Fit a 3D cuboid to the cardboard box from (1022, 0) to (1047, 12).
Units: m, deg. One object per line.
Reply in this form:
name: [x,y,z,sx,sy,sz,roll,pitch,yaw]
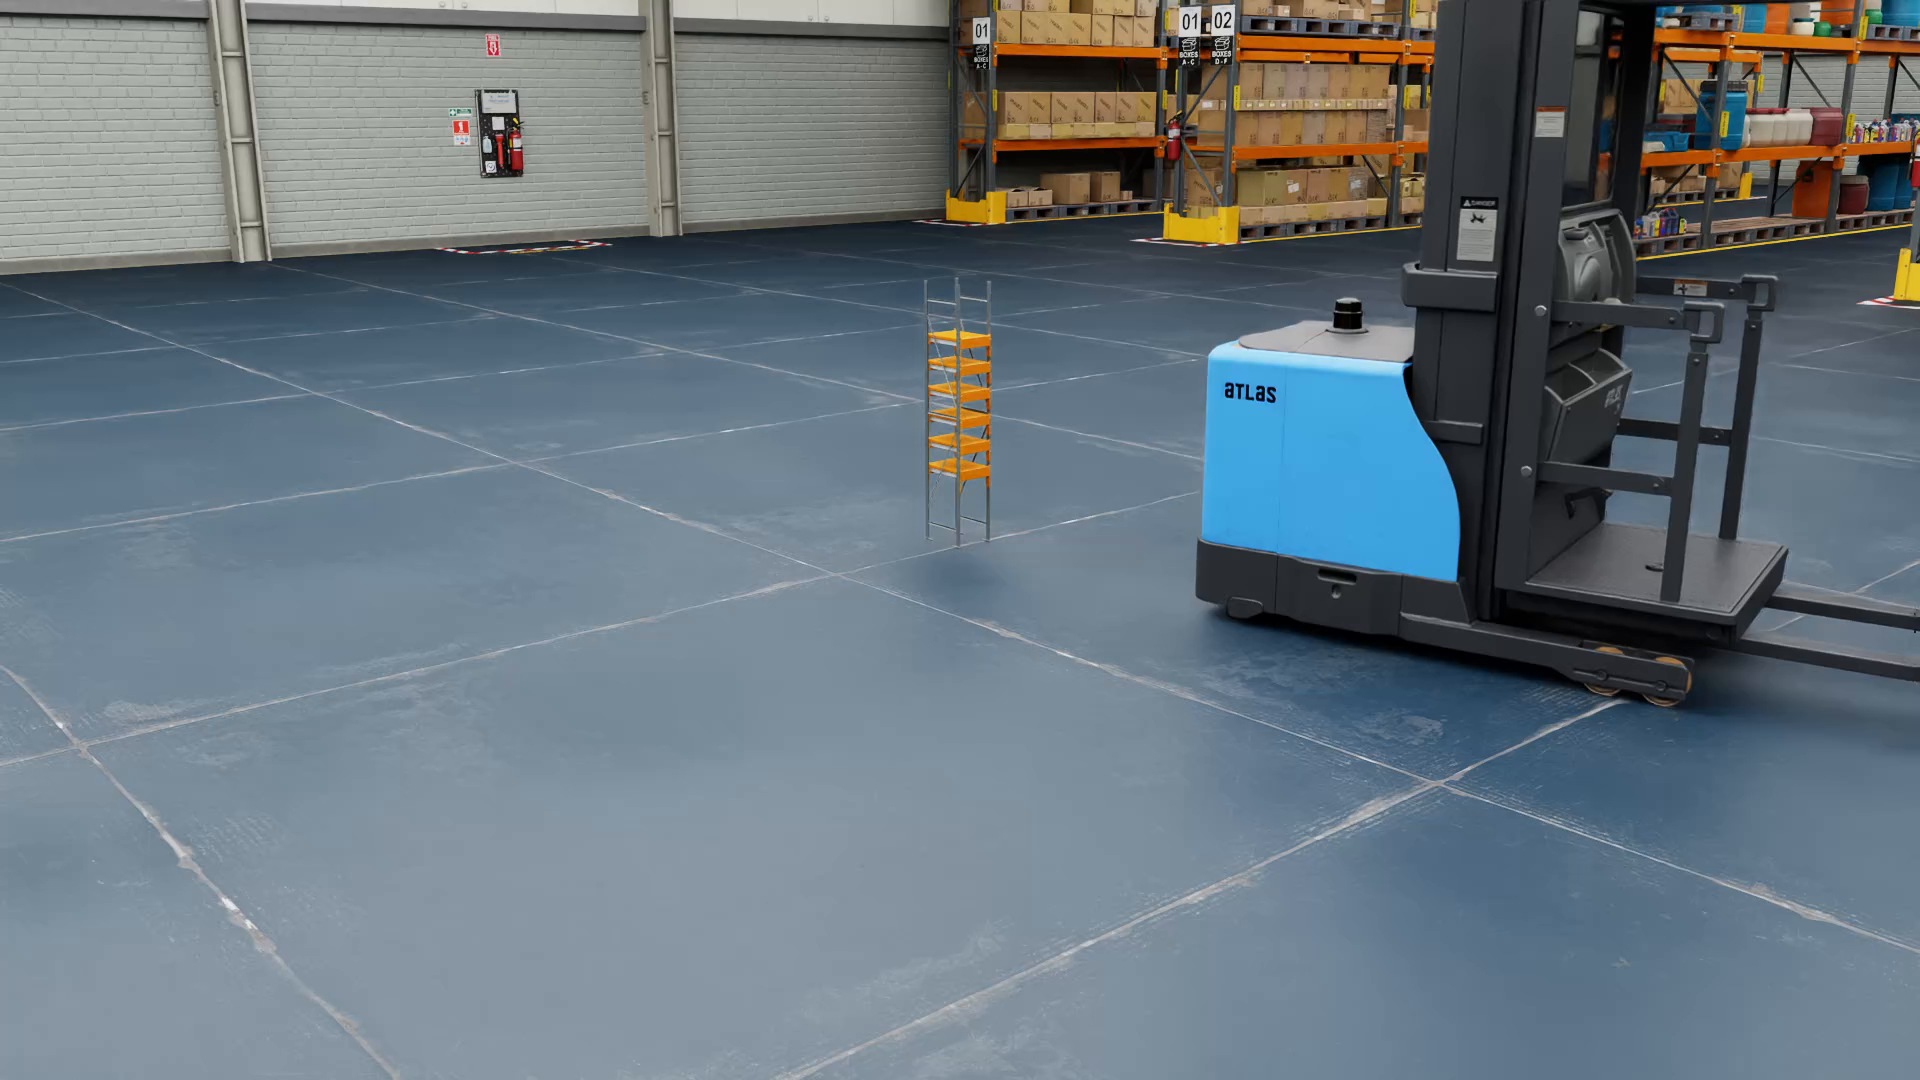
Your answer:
cardboard box: [1.059,-8.788,26.856,0.500,0.500,0.500,-13,20,-40]

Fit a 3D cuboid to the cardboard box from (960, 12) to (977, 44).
cardboard box: [0.346,-8.332,27.085,0.500,0.500,0.500,-11,18,-35]

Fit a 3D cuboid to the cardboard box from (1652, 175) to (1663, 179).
cardboard box: [13.314,-6.966,32.375,0.500,0.311,0.500,-13,19,-39]

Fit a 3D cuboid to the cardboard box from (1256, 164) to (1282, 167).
cardboard box: [5.724,-6.933,31.883,0.500,0.500,0.700,-12,19,-39]

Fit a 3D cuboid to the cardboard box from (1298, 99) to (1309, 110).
cardboard box: [4.860,-6.346,24.244,0.250,0.149,0.380,-13,20,-40]

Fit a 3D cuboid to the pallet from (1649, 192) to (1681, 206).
pallet: [13.024,-6.543,31.836,1.213,0.211,1.003,-13,19,-39]

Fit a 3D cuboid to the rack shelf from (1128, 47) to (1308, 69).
rack shelf: [4.724,-8.823,30.550,4.000,0.370,1.077,-13,19,-39]

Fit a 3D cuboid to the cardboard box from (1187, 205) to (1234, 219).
cardboard box: [3.663,-4.764,24.287,0.500,0.250,0.500,-13,19,-39]

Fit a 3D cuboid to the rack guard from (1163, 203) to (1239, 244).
rack guard: [3.434,-4.529,23.738,0.348,0.500,1.175,-13,19,-39]

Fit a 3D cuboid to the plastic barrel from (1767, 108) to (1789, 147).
plastic barrel: [11.464,-5.836,23.524,0.433,0.535,0.433,0,15,0]

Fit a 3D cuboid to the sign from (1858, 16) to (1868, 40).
sign: [13.103,-7.424,24.122,0.005,0.325,0.100,-13,19,-39]

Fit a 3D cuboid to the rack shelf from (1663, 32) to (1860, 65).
rack shelf: [11.227,-6.894,23.329,4.000,0.370,1.077,-13,19,-39]

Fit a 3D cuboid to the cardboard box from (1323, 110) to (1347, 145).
cardboard box: [5.365,-6.216,25.014,0.500,0.500,0.700,-12,19,-39]

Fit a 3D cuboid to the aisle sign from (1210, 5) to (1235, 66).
aisle sign: [3.604,-6.926,22.830,0.004,0.787,0.394,-13,19,-39]

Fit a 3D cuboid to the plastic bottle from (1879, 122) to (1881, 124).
plastic bottle: [15.197,-6.774,27.522,0.133,0.283,0.061,-13,19,-39]

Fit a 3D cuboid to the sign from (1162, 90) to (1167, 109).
sign: [3.577,-7.696,29.073,0.005,0.325,0.100,-13,19,-39]

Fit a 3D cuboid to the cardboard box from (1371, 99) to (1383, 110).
cardboard box: [6.218,-6.651,25.387,0.250,0.149,0.380,-13,20,-41]

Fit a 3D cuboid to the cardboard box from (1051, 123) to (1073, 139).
cardboard box: [1.545,-6.839,27.792,0.500,0.250,0.500,-13,20,-40]

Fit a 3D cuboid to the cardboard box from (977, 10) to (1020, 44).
cardboard box: [0.614,-8.220,26.666,0.500,0.500,0.500,-12,19,-38]

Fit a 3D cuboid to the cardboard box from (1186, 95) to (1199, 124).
cardboard box: [4.048,-7.816,30.153,0.500,0.500,0.700,-10,18,-34]

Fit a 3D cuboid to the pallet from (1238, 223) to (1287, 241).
pallet: [4.002,-4.532,24.306,1.213,0.211,1.003,-13,19,-39]

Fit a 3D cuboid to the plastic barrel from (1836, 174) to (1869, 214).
plastic barrel: [13.946,-5.447,26.188,0.708,0.588,0.600,-13,19,-39]

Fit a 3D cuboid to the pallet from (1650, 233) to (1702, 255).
pallet: [9.185,-4.001,22.319,1.213,0.211,1.003,-13,19,-39]

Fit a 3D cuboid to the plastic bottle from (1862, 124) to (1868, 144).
plastic bottle: [13.755,-6.178,25.291,0.133,0.283,0.061,-13,19,-39]

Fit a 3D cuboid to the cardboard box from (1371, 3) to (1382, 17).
cardboard box: [8.094,-10.590,33.272,0.500,0.250,0.500,-13,20,-41]

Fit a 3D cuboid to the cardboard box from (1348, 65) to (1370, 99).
cardboard box: [5.759,-6.932,25.180,0.500,0.500,0.700,-13,20,-39]

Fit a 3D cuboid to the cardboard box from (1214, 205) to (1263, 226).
cardboard box: [4.003,-4.663,23.909,0.500,0.250,0.500,-13,19,-39]

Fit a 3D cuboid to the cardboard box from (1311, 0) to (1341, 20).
cardboard box: [5.145,-7.934,24.542,0.637,0.503,0.797,-10,18,-33]

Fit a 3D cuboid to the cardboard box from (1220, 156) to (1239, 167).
cardboard box: [4.868,-7.123,31.141,0.500,0.250,0.500,-13,20,-40]

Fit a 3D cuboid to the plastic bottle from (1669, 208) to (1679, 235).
plastic bottle: [9.422,-4.221,22.022,0.185,0.351,0.144,-13,20,-41]

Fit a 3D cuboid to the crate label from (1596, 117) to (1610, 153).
crate label: [7.912,-5.158,21.178,0.616,0.435,0.502,-13,19,-39]

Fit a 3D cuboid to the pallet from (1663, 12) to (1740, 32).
pallet: [9.239,-6.670,21.463,1.003,0.211,1.213,-13,19,-39]

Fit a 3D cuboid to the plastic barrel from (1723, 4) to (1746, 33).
plastic barrel: [10.453,-7.384,22.799,0.600,0.901,0.600,0,15,0]

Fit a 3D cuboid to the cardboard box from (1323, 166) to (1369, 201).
cardboard box: [5.879,-5.452,25.409,0.500,0.500,0.500,-13,19,-39]

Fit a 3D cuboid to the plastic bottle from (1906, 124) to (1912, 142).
plastic bottle: [15.013,-6.472,26.408,0.135,0.276,0.152,-13,19,-39]

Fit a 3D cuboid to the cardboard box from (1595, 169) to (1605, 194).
cardboard box: [11.564,-6.472,30.160,0.500,0.500,0.500,-12,19,-39]

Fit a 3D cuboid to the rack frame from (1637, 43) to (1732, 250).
rack frame: [9.719,-5.454,22.355,0.127,3.000,1.000,-13,19,-39]

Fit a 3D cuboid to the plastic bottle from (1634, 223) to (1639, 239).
plastic bottle: [8.682,-3.975,21.389,0.097,0.201,0.097,0,15,0]

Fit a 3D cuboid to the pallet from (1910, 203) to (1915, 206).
pallet: [16.283,-5.594,28.283,1.213,0.211,1.003,-13,19,-39]

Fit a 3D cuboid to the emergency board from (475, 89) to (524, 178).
emergency board: [-6.258,-5.564,22.768,0.643,1.169,0.194,-13,19,-39]

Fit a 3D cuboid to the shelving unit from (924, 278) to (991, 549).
shelving unit: [-0.011,-0.577,7.586,0.189,1.200,0.258,-13,19,-39]

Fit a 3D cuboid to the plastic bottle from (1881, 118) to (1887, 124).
plastic bottle: [15.245,-6.782,27.422,0.185,0.351,0.144,-13,19,-39]

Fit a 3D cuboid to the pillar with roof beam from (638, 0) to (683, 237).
pillar with roof beam: [-1.542,-8.036,20.396,0.400,9.000,9.100,-13,19,-39]

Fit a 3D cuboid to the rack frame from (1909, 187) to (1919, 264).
rack frame: [9.952,-3.812,16.208,0.127,3.000,1.000,-13,19,-39]

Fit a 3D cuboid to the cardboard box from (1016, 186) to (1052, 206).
cardboard box: [1.209,-5.815,28.064,0.500,0.311,0.500,-11,18,-35]

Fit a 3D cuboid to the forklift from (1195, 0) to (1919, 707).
forklift: [2.444,-1.007,5.839,3.031,2.935,1.130,10,18,33]

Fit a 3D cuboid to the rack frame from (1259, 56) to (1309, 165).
rack frame: [6.233,-8.060,32.112,0.127,3.000,1.000,-13,19,-39]

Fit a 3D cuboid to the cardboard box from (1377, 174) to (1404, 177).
cardboard box: [6.976,-5.778,26.996,0.500,0.311,0.500,-12,19,-38]

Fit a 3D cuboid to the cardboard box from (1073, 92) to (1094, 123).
cardboard box: [1.910,-7.285,28.008,0.500,0.500,0.500,-12,19,-38]

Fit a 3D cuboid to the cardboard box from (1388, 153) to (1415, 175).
cardboard box: [8.845,-7.767,34.365,0.750,0.750,0.750,-12,19,-39]

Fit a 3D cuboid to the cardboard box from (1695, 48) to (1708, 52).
cardboard box: [13.792,-9.353,31.432,0.500,0.250,0.500,-13,19,-39]

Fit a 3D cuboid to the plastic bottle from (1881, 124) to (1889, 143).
plastic bottle: [14.321,-6.317,25.826,0.135,0.276,0.152,-13,19,-39]

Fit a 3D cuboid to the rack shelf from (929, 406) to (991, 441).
rack shelf: [-0.011,-0.534,7.597,0.180,0.103,0.258,-13,19,-39]

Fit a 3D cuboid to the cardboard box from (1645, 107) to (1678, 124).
cardboard box: [13.068,-7.856,31.153,0.500,0.500,0.500,-12,19,-38]

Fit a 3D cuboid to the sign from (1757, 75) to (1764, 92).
sign: [15.872,-9.052,32.971,0.005,0.325,0.100,-13,19,-39]
